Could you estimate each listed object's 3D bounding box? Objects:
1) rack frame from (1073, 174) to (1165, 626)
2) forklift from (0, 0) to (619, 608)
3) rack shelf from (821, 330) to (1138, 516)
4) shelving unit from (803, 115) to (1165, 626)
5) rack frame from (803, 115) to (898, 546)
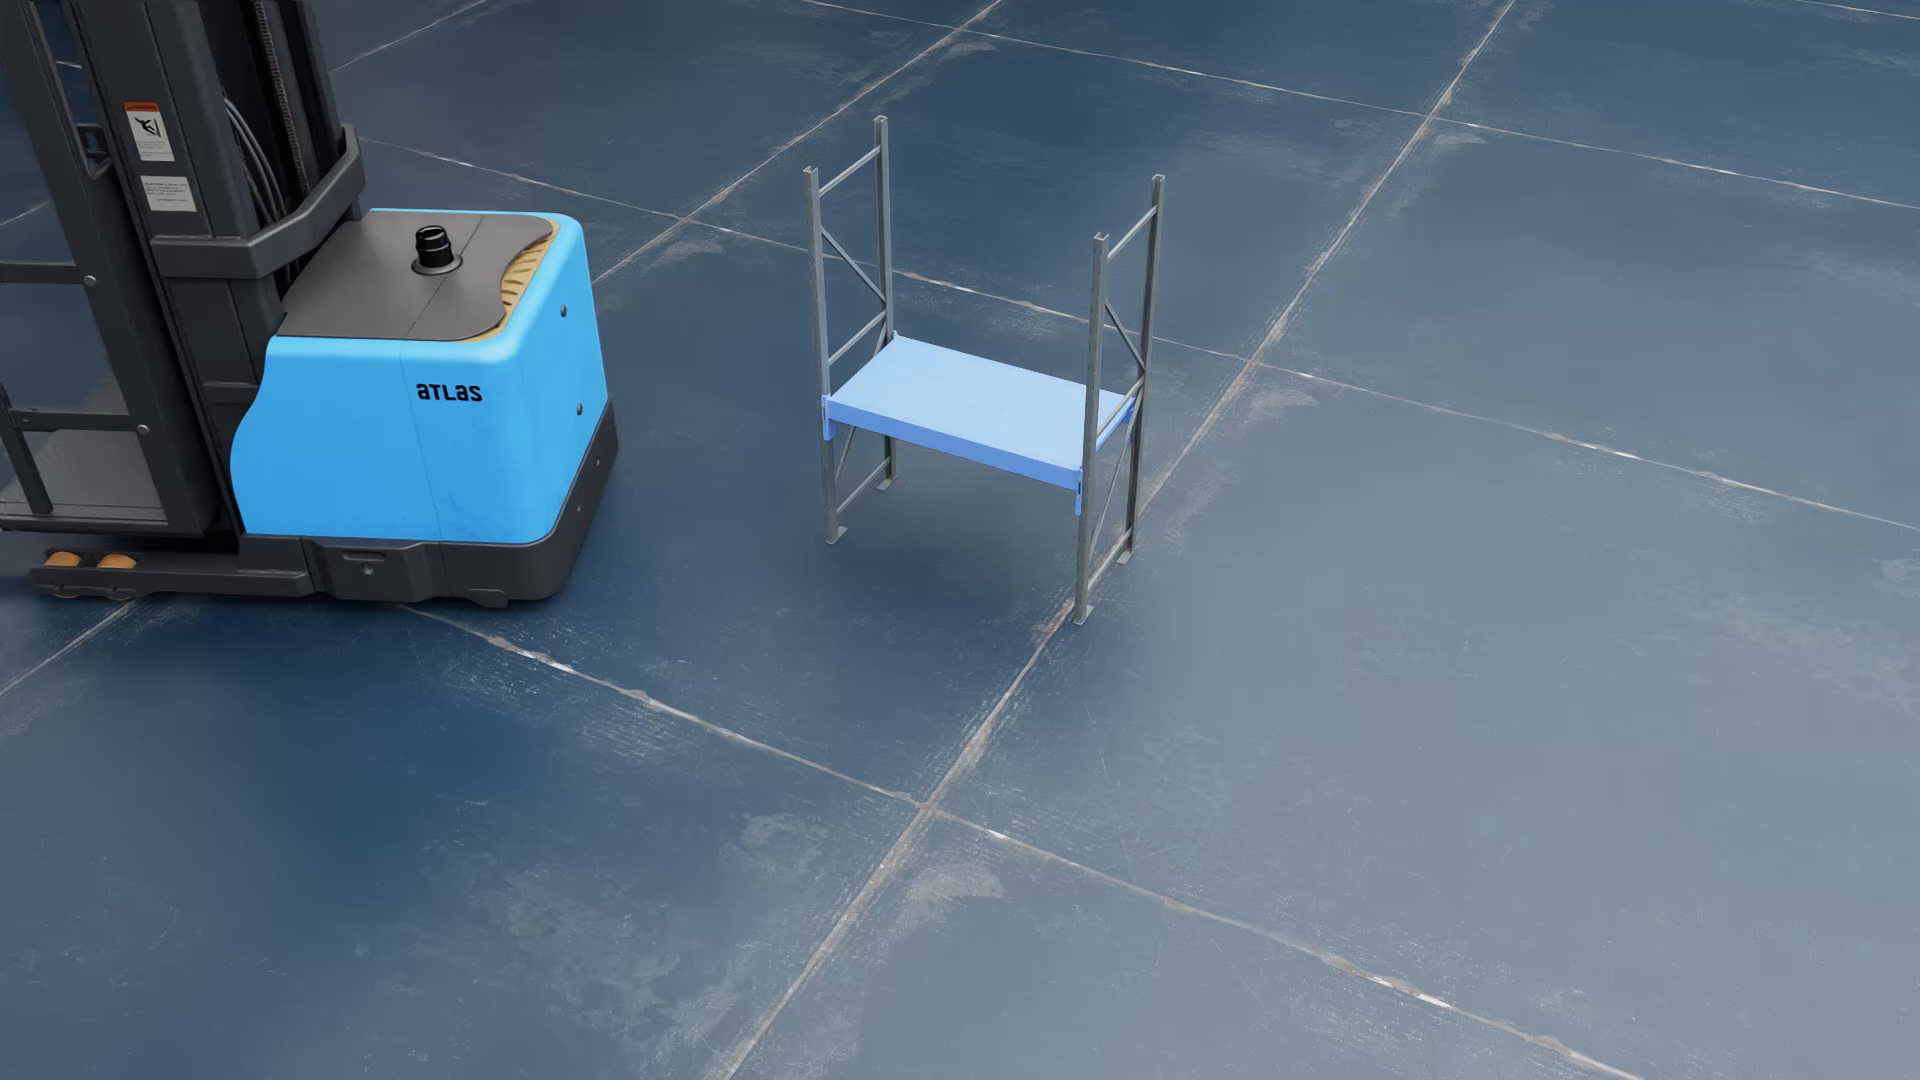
[{"bbox_3d":[0.527,-0.432,5.579,0.032,1.500,0.500,17,41,21],"label":"rack frame"},{"bbox_3d":[-2.892,-1.268,5.496,3.031,2.935,1.130,2,37,3],"label":"forklift"},{"bbox_3d":[0.076,-0.430,5.874,1.000,0.185,0.538,17,41,21],"label":"rack shelf"},{"bbox_3d":[0.076,-0.574,5.765,1.048,1.500,0.538,17,41,21],"label":"shelving unit"},{"bbox_3d":[-0.376,-0.715,5.952,0.032,1.500,0.500,17,41,21],"label":"rack frame"}]
